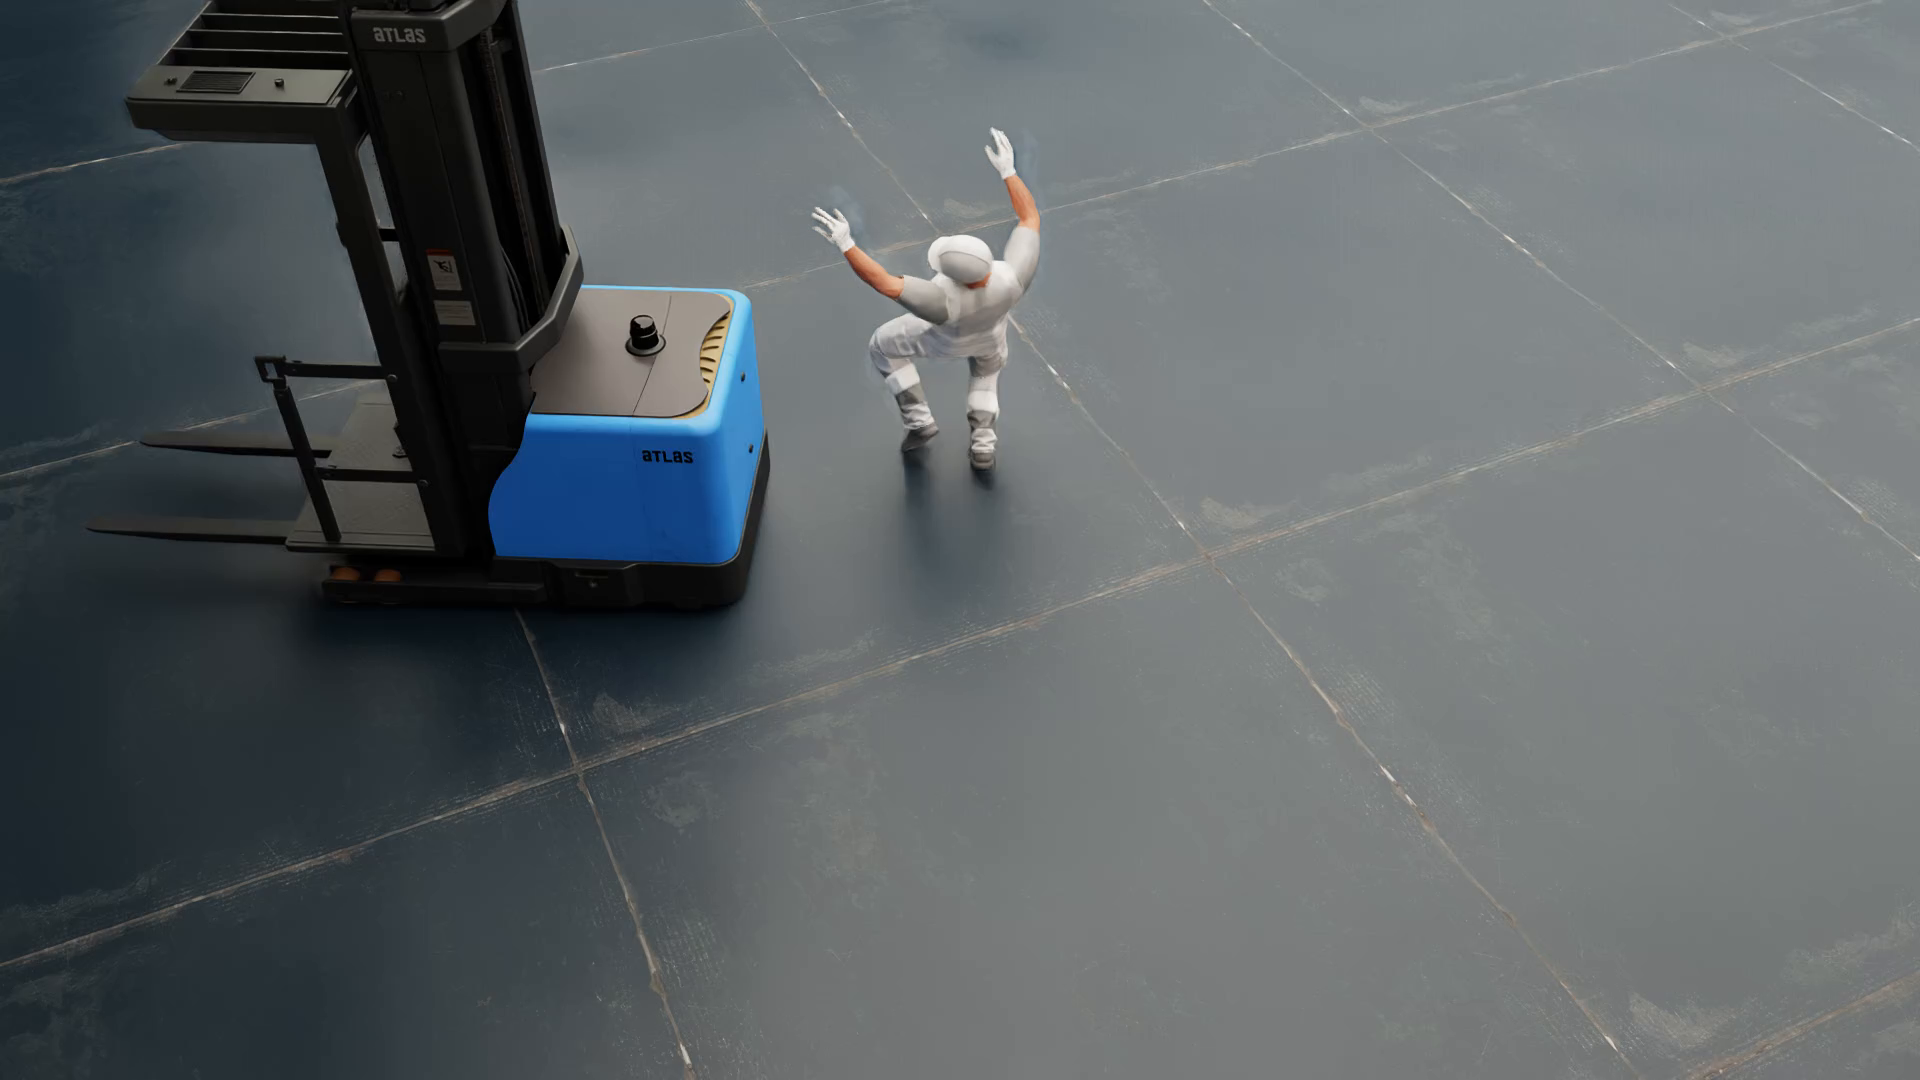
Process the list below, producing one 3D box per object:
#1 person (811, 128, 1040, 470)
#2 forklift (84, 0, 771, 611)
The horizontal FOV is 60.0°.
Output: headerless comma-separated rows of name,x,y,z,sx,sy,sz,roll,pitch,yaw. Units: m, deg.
person,-0.146,-0.994,7.677,1.051,1.676,0.804,-12,44,-12
forklift,-2.458,-1.138,6.899,3.031,2.935,1.130,2,43,2
